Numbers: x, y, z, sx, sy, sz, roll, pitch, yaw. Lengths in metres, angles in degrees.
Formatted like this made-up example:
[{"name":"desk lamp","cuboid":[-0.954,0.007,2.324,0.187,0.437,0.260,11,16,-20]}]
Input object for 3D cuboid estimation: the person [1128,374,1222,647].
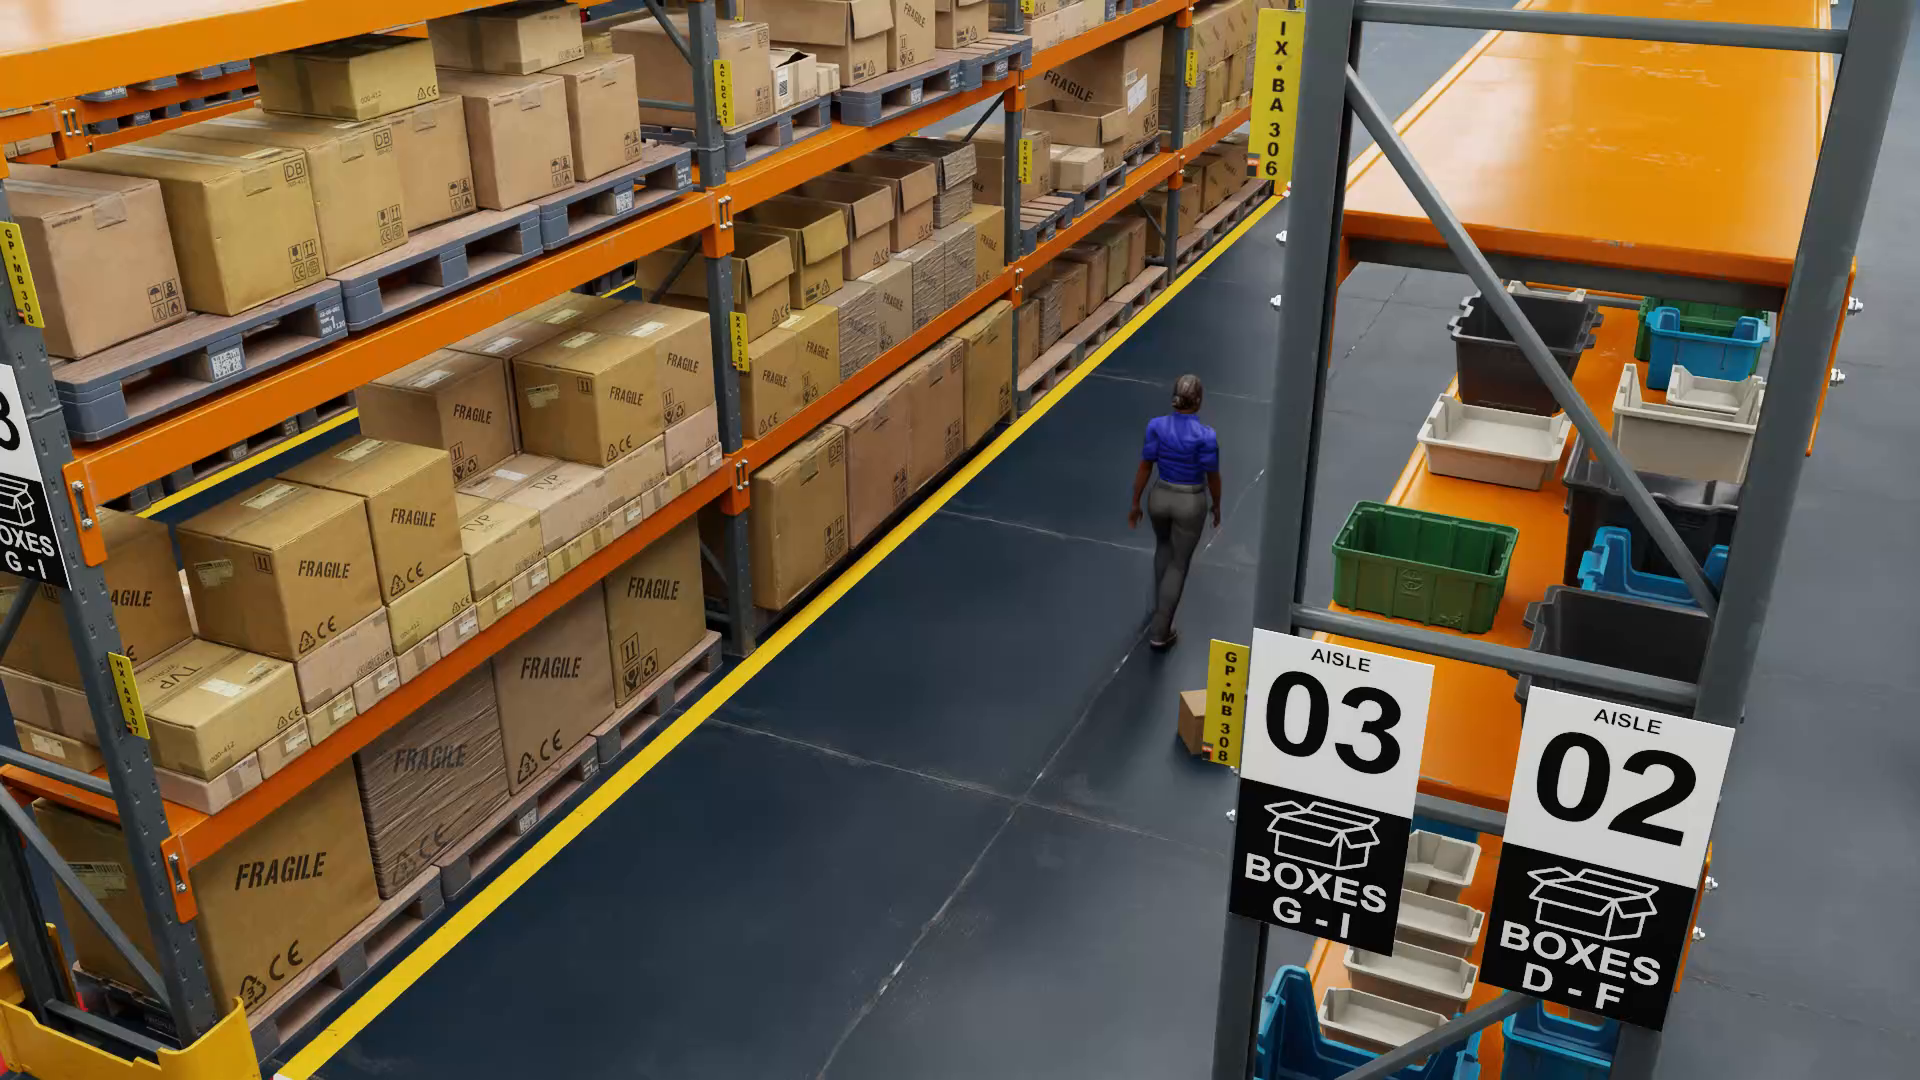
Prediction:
[{"name":"person","cuboid":[1.302,-0.194,9.835,0.494,1.693,0.698,15,30,27]}]
